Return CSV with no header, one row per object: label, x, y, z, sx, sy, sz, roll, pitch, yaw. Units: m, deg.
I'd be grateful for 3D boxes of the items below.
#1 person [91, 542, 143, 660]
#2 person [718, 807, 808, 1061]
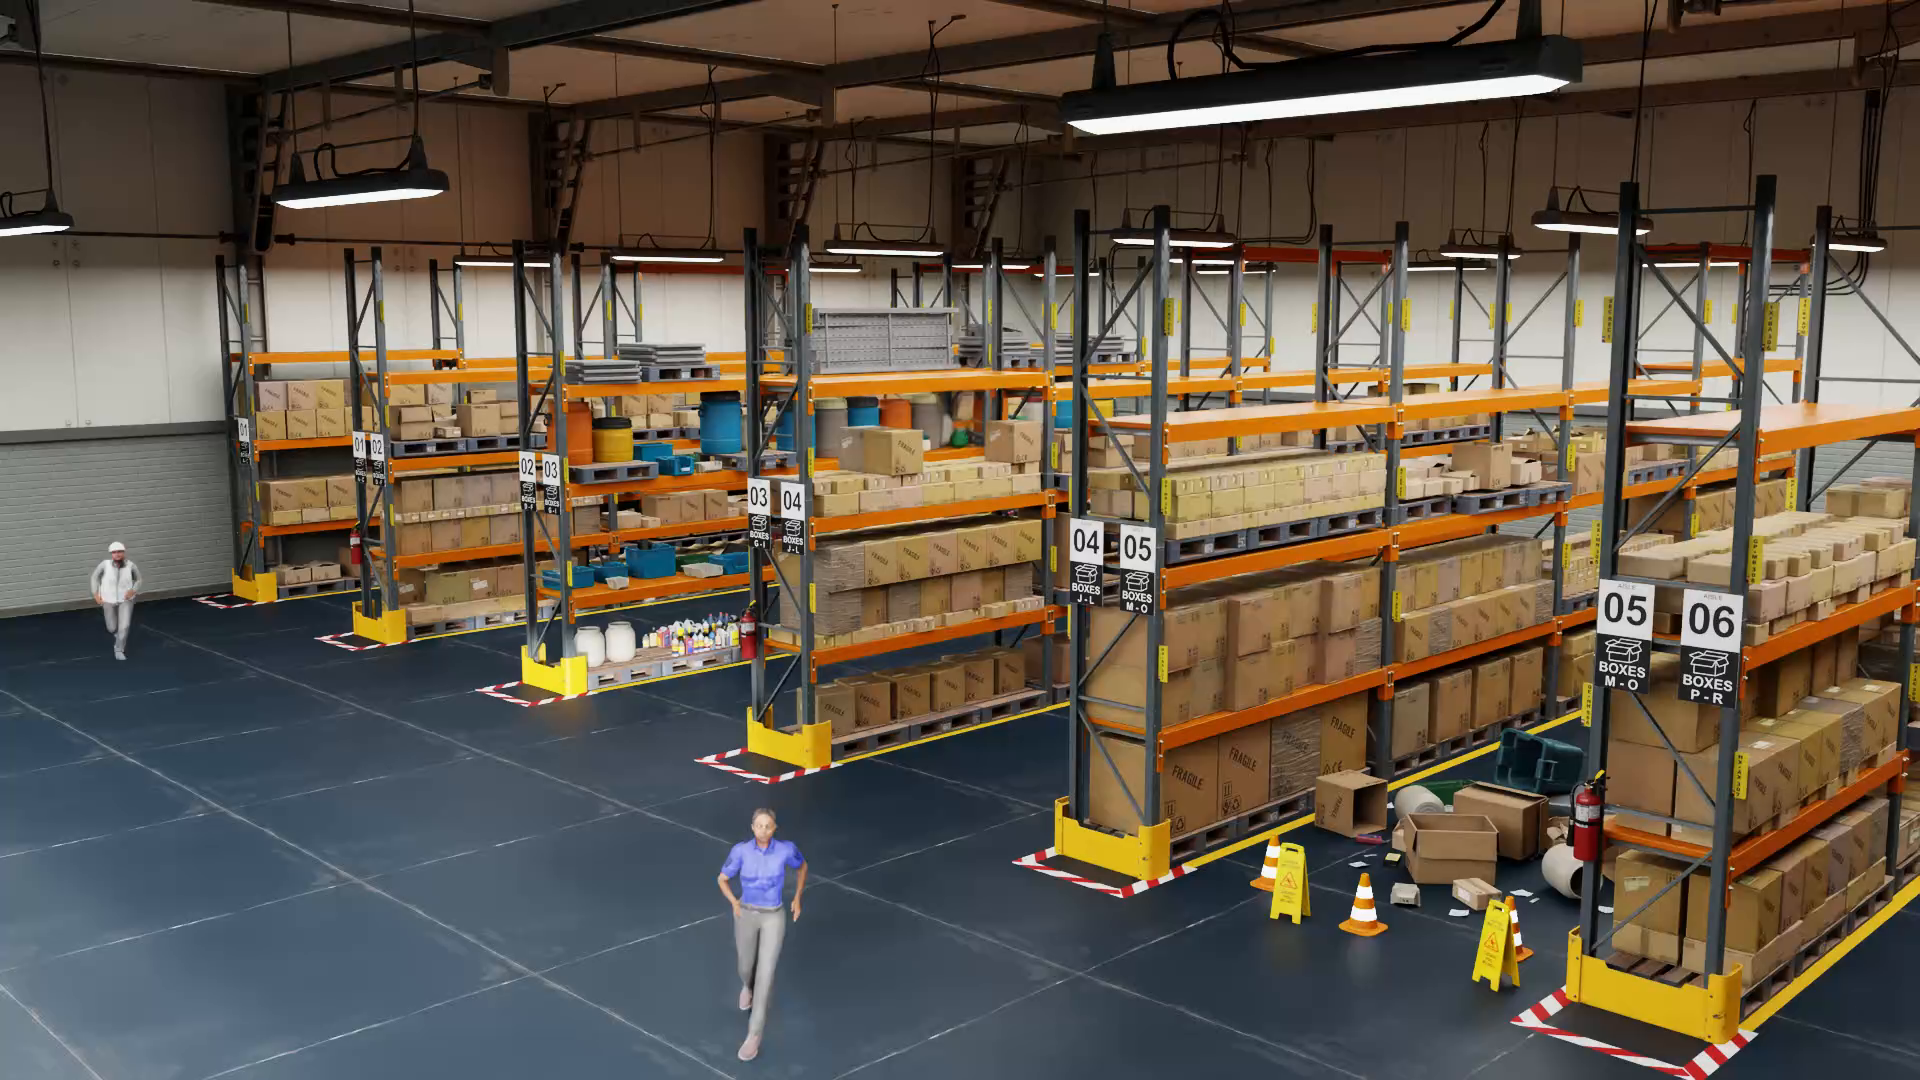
person,-12.380,0.876,24.461,0.686,1.736,0.702,-4,9,-25
person,-1.399,2.695,11.749,0.619,1.659,0.947,0,8,1
